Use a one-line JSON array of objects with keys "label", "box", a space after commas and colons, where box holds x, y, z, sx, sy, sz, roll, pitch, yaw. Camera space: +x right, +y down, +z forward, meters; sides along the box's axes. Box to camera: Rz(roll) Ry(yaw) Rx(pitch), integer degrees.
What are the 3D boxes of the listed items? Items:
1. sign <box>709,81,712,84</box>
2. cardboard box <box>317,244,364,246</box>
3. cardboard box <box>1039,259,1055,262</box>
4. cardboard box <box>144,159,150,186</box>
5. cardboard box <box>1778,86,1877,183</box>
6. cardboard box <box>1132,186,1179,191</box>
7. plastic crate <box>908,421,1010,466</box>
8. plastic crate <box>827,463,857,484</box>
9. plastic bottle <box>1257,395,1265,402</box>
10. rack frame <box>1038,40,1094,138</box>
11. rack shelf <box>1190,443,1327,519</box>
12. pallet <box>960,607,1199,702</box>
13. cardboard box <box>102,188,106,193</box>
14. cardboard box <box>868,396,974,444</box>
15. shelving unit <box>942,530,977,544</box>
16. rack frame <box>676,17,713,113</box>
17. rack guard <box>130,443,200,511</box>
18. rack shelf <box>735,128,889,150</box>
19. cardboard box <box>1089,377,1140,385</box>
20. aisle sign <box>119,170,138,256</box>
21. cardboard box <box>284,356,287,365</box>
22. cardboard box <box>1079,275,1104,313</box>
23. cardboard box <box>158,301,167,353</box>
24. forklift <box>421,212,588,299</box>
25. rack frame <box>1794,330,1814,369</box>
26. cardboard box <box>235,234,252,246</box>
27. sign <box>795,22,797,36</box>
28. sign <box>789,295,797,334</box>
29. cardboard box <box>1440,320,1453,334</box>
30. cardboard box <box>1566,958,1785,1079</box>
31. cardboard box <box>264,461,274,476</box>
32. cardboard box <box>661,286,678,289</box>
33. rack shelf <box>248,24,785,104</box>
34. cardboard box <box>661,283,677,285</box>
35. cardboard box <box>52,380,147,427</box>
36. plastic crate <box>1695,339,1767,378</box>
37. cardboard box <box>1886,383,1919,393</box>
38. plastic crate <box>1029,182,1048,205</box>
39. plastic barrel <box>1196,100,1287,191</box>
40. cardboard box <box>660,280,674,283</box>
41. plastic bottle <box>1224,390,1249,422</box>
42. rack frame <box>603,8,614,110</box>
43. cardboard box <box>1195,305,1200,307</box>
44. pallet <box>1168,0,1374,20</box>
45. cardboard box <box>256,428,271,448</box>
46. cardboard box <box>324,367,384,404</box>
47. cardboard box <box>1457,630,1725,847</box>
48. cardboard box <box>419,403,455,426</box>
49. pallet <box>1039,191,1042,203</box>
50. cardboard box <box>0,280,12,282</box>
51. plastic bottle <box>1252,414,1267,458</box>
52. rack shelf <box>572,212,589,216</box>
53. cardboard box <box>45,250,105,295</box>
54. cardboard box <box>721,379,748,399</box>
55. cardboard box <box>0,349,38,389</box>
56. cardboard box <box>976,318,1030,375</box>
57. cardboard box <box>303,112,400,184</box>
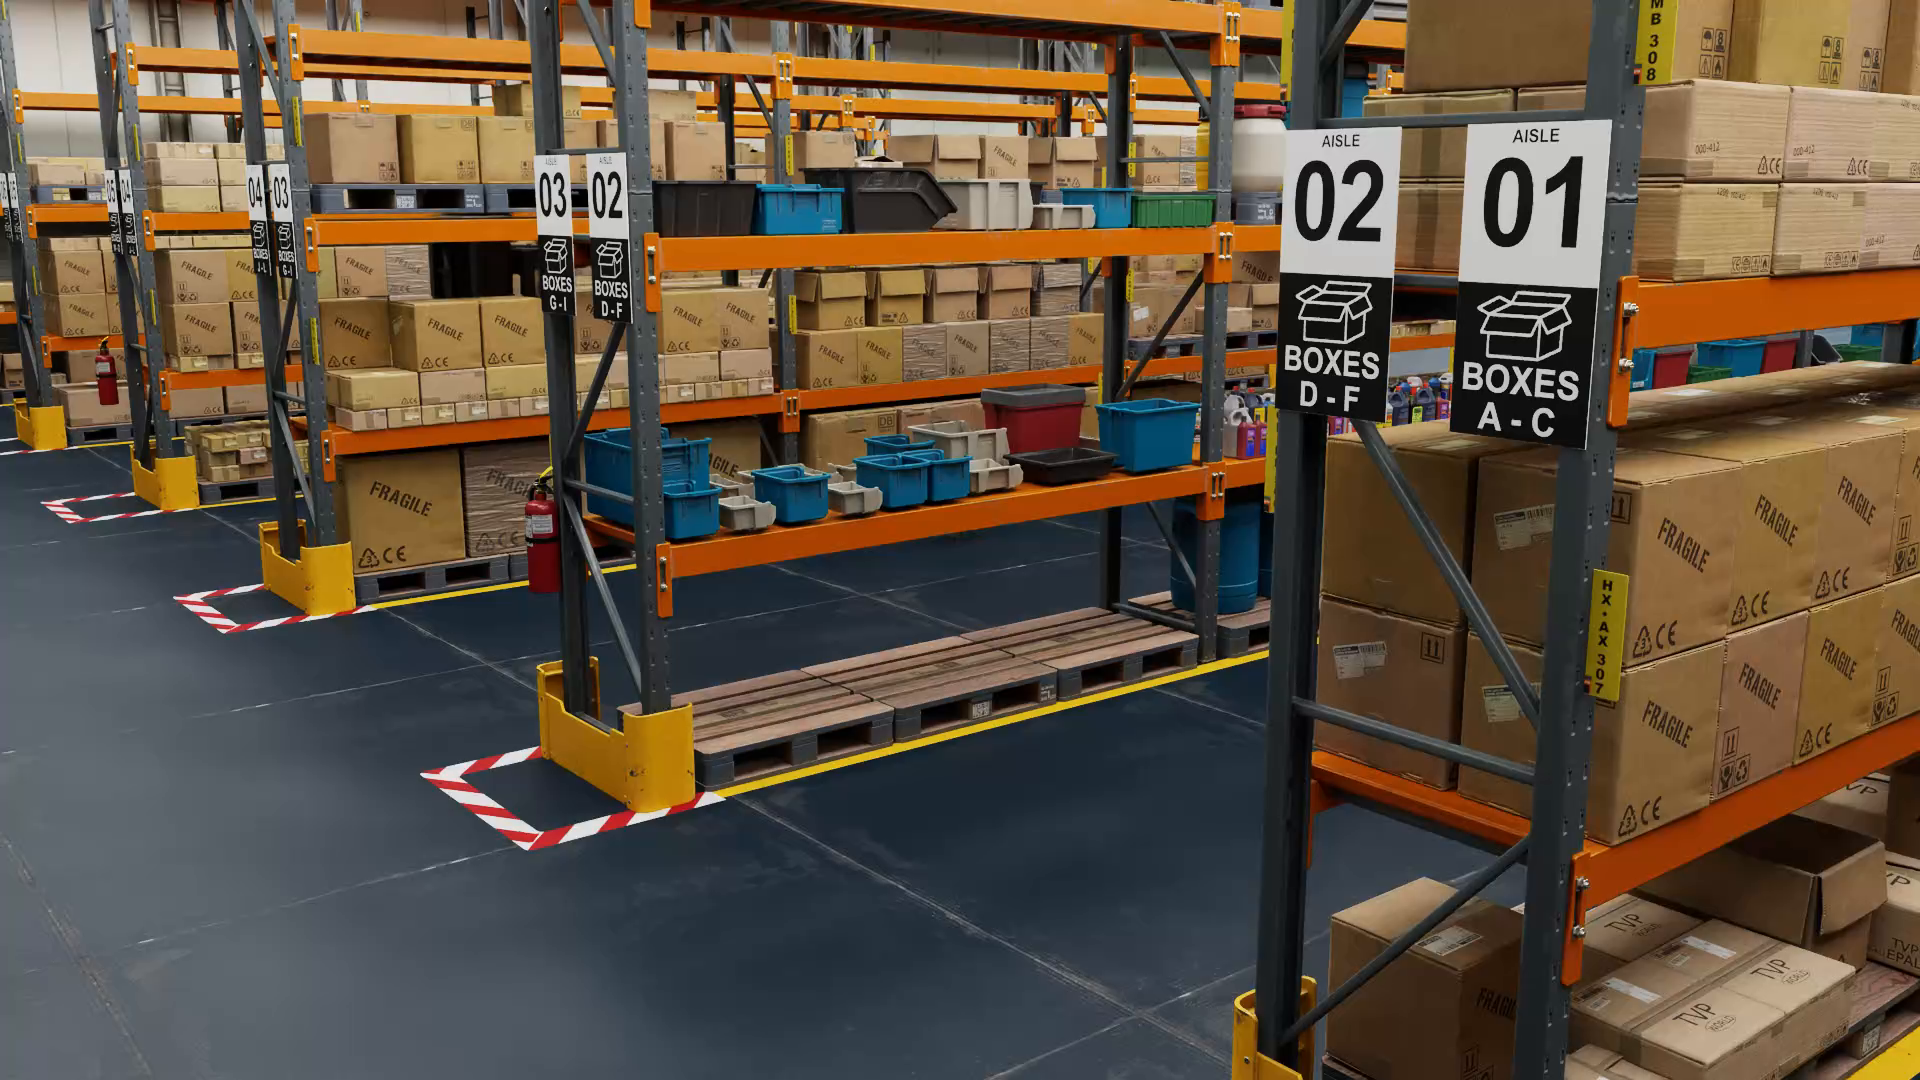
[{"label": "sign", "box": [-4.475, -8.345, 29.822, 0.005, 0.325, 0.100, -9, 15, -38]}, {"label": "cardboard box", "box": [-6.510, -2.836, 17.401, 0.500, 0.500, 0.500, -10, 16, -40]}, {"label": "cardboard box", "box": [1.067, -3.879, 23.027, 0.500, 0.500, 0.700, -10, 15, -39]}, {"label": "cardboard box", "box": [-7.718, -3.589, 16.244, 0.500, 0.250, 0.500, -10, 16, -39]}, {"label": "cardboard box", "box": [2.245, -1.151, 4.764, 0.500, 0.250, 0.500, -9, 15, -38]}, {"label": "cardboard box", "box": [1.874, -3.483, 16.952, 0.500, 0.250, 0.500, -9, 15, -37]}, {"label": "plastic crate", "box": [0.011, -0.551, 10.141, 0.530, 0.282, 0.437, -9, 15, -38]}, {"label": "plastic crate", "box": [-0.624, -0.381, 9.691, 0.250, 0.136, 0.298, -9, 15, -38]}, {"label": "plastic bottle", "box": [2.103, -0.903, 11.959, 0.135, 0.276, 0.152, -9, 15, -38]}, {"label": "rack frame", "box": [1.451, -6.341, 22.826, 0.127, 3.000, 1.000, -9, 15, -38]}, {"label": "rack shelf", "box": [2.880, -0.655, 12.224, 4.000, 0.370, 1.077, -9, 15, -38]}, {"label": "pallet", "box": [0.768, 0.718, 10.738, 1.213, 0.211, 1.003, -9, 15, -38]}, {"label": "cardboard box", "box": [-12.496, -5.201, 24.324, 0.500, 0.250, 0.500, -10, 15, -39]}, {"label": "cardboard box", "box": [-0.591, -0.919, 15.841, 0.875, 0.875, 1.225, -10, 16, -40]}, {"label": "shelving unit", "box": [-0.006, -0.439, 14.530, 0.210, 0.900, 0.258, -9, 15, -38]}, {"label": "rack frame", "box": [-4.824, -7.935, 30.335, 0.127, 3.000, 1.000, -9, 15, -38]}, {"label": "rack guard", "box": [-7.859, -0.636, 16.422, 0.348, 0.500, 1.175, -9, 15, -38]}, {"label": "rack shelf", "box": [-3.262, -7.647, 31.673, 4.000, 0.370, 1.077, -9, 15, -38]}, {"label": "cardboard box", "box": [1.986, -2.643, 23.957, 0.875, 0.875, 0.875, -9, 15, -37]}, {"label": "aisle sign", "box": [-7.788, -3.063, 15.573, 0.004, 0.787, 0.394, -9, 15, -38]}, {"label": "cardboard box", "box": [-6.928, -1.837, 16.664, 0.250, 0.149, 0.380, -9, 15, -35]}, {"label": "cardboard box", "box": [1.732, -3.530, 23.668, 0.550, 0.550, 0.875, -9, 15, -38]}, {"label": "cardboard box", "box": [-7.729, -2.144, 16.546, 0.500, 0.500, 0.500, -9, 15, -37]}, {"label": "forklift", "box": [-4.006, -1.664, 15.408, 1.130, 2.935, 3.031, 12, 17, 43]}, {"label": "rack frame", "box": [7.565, -1.786, 15.816, 0.127, 3.000, 1.000, -9, 15, -38]}, {"label": "cardboard box", "box": [-9.046, -3.766, 20.934, 0.250, 0.149, 0.380, -10, 15, -39]}, {"label": "sign", "box": [-2.021, -6.446, 20.690, 0.005, 0.325, 0.100, -9, 15, -38]}, {"label": "sign", "box": [-1.428, -1.923, 14.189, 0.005, 0.325, 0.100, -9, 15, -38]}, {"label": "cardboard box", "box": [5.788, -2.611, 20.309, 0.250, 0.149, 0.380, -9, 15, -38]}, {"label": "cardboard box", "box": [2.279, 1.616, 5.358, 0.500, 0.250, 0.500, -9, 15, -38]}, {"label": "cardboard box", "box": [-6.967, -0.757, 16.824, 0.250, 0.149, 0.380, -9, 15, -37]}, {"label": "cardboard box", "box": [-2.699, -1.906, 14.225, 0.500, 0.500, 0.500, -9, 15, -38]}, {"label": "rack shelf", "box": [-3.337, -3.678, 12.981, 4.000, 0.370, 1.077, -9, 15, -38]}, {"label": "cardboard box", "box": [-3.389, -2.854, 19.008, 0.250, 0.149, 0.380, -10, 15, -38]}, {"label": "cardboard box", "box": [-10.637, -1.693, 20.538, 0.875, 0.438, 0.875, -10, 16, -40]}, {"label": "plastic crate", "box": [6.898, -1.584, 14.906, 0.575, 0.384, 0.392, -9, 15, -38]}, {"label": "cardboard box", "box": [3.778, -0.307, 6.205, 0.500, 0.500, 0.500, -10, 15, -39]}, {"label": "plastic crate", "box": [0.177, -2.034, 10.080, 0.590, 0.269, 0.497, -9, 15, -38]}, {"label": "plastic barrel", "box": [1.904, -2.664, 11.265, 0.600, 0.588, 0.600, 0, 12, 0]}, {"label": "cardboard box", "box": [-3.586, -2.995, 19.672, 0.250, 0.149, 0.380, -10, 16, -40]}, {"label": "plastic bottle", "box": [1.922, -0.872, 11.634, 0.185, 0.351, 0.144, -9, 15, -38]}, {"label": "rack frame", "box": [-4.843, -6.612, 24.101, 0.127, 3.000, 1.000, -9, 15, -38]}, {"label": "cardboard box", "box": [2.481, -2.470, 18.350, 0.258, 0.266, 0.396, -10, 16, -39]}, {"label": "pallet", "box": [1.945, -3.506, 10.894, 1.213, 0.211, 1.003, -9, 15, -38]}, {"label": "cardboard box", "box": [-6.881, -1.031, 16.684, 0.250, 0.149, 0.380, -9, 15, -38]}, {"label": "cardboard box", "box": [-4.687, -1.210, 12.750, 0.500, 0.250, 0.500, -10, 15, -39]}, {"label": "cardboard box", "box": [1.798, 0.512, 4.756, 0.500, 0.500, 0.500, -9, 15, -36]}, {"label": "cardboard box", "box": [-4.017, -0.968, 12.572, 0.250, 0.149, 0.380, -10, 16, -39]}, {"label": "pallet", "box": [0.007, -3.207, 15.743, 1.213, 0.211, 1.003, -9, 15, -35]}, {"label": "cardboard box", "box": [-14.000, -3.619, 24.093, 0.500, 0.250, 0.500, -9, 15, -36]}, {"label": "plastic bottle", "box": [1.975, -0.686, 10.919, 0.133, 0.283, 0.061, -9, 15, -38]}, {"label": "rack shelf", "box": [-3.234, -3.743, 19.546, 4.000, 0.370, 1.077, -9, 15, -38]}, {"label": "cardboard box", "box": [-10.537, -3.193, 19.797, 0.500, 0.500, 0.500, -10, 15, -39]}, {"label": "cardboard box", "box": [-2.010, -1.302, 14.142, 0.250, 0.149, 0.380, -9, 15, -37]}, {"label": "cardboard box", "box": [-13.657, -2.492, 24.142, 0.637, 0.503, 0.797, -10, 16, -40]}, {"label": "cardboard box", "box": [0.321, -1.883, 16.034, 0.500, 0.500, 0.500, -10, 16, -39]}, {"label": "cardboard box", "box": [-4.527, -2.878, 12.249, 0.500, 0.500, 0.700, -11, 16, -41]}]
